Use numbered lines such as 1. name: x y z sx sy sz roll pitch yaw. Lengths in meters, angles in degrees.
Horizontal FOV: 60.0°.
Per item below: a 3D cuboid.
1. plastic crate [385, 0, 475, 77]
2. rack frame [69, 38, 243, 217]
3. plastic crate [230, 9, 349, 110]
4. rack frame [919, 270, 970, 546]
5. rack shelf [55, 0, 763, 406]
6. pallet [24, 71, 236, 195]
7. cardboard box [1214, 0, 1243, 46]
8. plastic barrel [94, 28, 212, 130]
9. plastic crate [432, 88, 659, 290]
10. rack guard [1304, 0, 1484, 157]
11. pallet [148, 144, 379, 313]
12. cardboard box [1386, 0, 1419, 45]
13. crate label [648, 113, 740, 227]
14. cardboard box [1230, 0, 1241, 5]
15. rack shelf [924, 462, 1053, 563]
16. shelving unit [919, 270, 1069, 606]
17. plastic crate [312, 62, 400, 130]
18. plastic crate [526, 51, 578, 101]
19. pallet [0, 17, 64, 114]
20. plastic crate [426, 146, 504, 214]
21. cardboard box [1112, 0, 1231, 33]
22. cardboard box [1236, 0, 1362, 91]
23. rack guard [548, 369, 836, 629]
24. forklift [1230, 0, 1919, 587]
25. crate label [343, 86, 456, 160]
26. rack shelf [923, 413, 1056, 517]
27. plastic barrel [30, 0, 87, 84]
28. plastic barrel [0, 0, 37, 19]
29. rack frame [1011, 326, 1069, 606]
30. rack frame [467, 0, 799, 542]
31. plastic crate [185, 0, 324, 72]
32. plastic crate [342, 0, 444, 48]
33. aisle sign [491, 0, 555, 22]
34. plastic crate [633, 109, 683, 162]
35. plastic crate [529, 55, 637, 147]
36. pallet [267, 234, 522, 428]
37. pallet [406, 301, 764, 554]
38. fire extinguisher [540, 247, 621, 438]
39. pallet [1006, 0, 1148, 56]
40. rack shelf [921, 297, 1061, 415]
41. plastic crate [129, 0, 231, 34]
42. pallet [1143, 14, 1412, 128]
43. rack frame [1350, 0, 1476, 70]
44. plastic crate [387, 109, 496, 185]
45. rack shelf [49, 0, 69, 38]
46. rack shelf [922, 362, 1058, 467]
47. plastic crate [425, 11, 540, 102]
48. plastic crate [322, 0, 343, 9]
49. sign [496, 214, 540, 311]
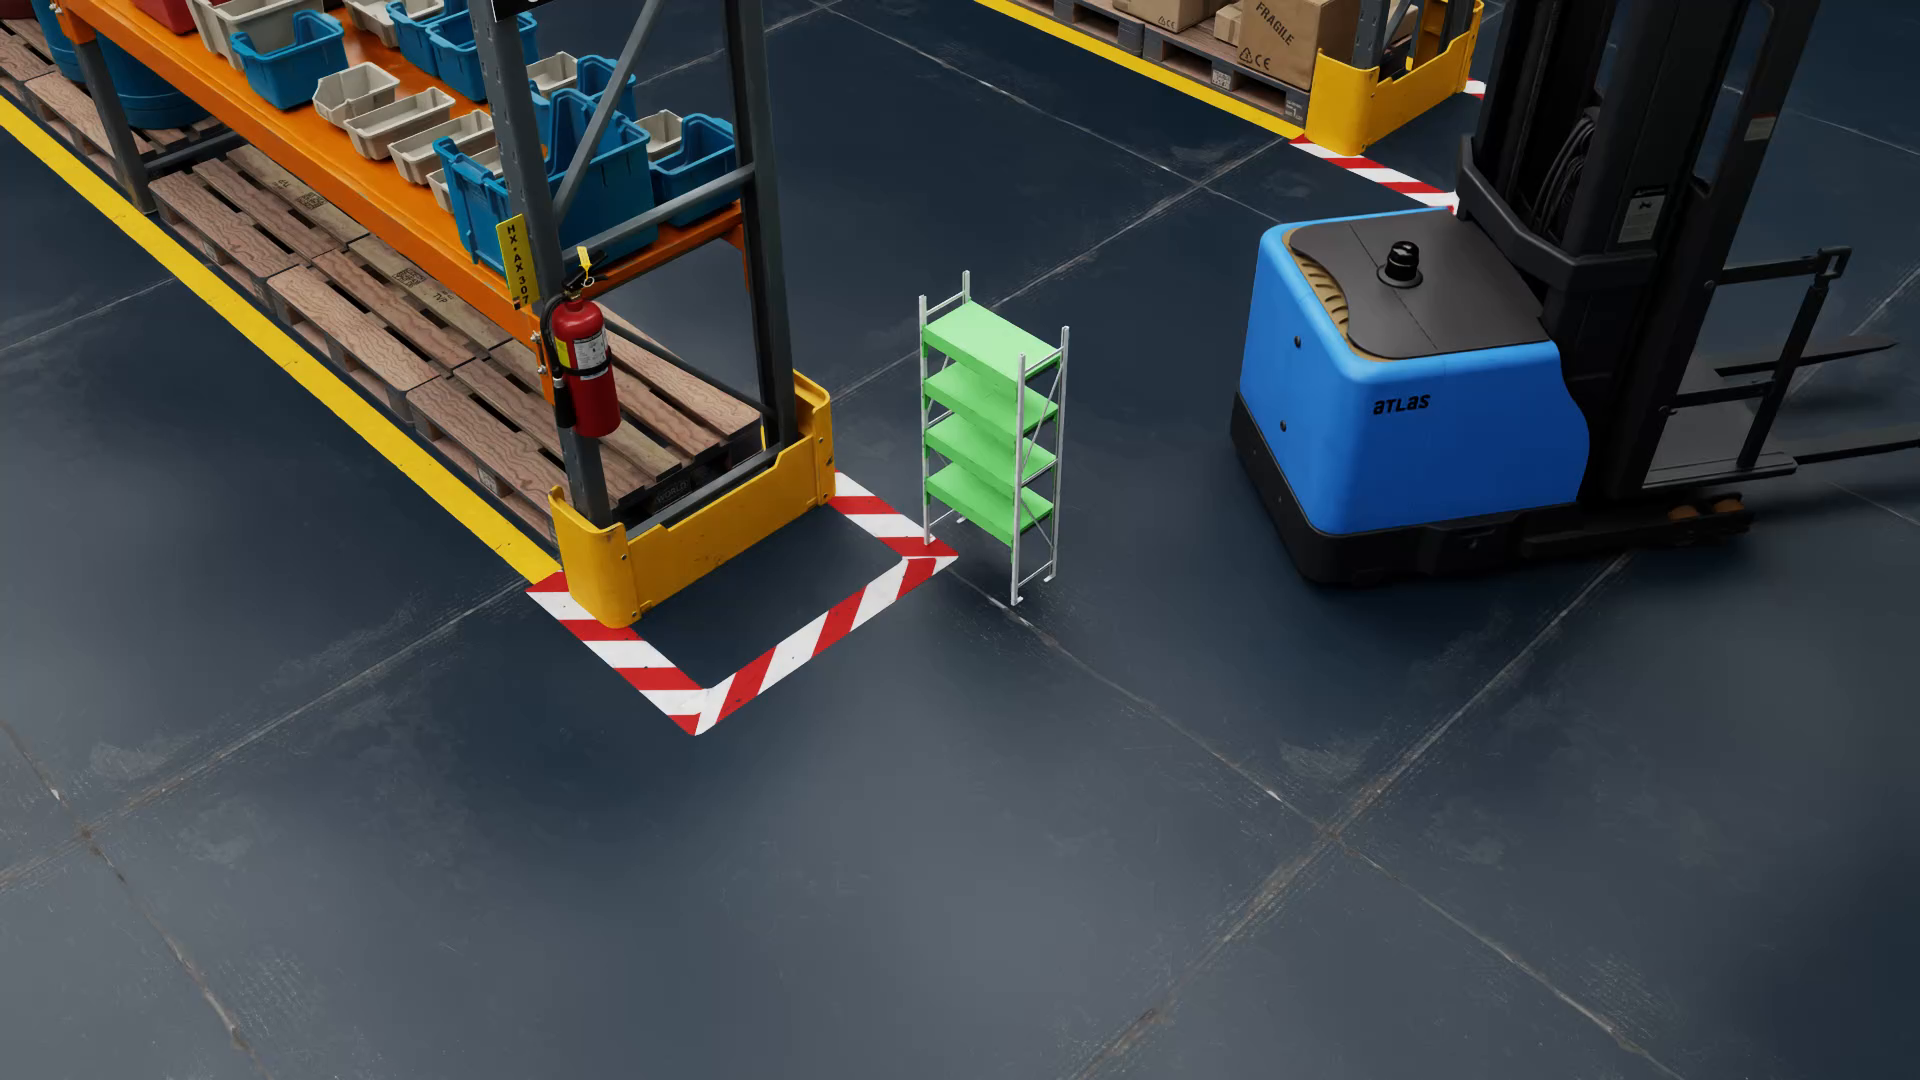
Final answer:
1. plastic crate: -2.136 -2.123 6.917 0.416 0.233 0.300 -34 53 -31
2. rack frame: -3.878 -3.032 7.820 1.000 3.000 0.127 -34 53 -31
3. plastic crate: -2.685 -1.934 6.712 0.416 0.233 0.300 -34 53 -31
4. rack frame: -0.055 -0.478 6.384 0.240 1.200 0.015 -34 53 -31
5. rack shelf: -2.465 -1.806 7.025 1.077 0.370 4.000 -34 53 -31
6. pallet: -4.393 -2.398 9.190 1.003 0.211 1.213 -34 53 -31
7. cardboard box: 1.676 -2.984 9.532 0.380 0.166 0.250 -34 53 -31
8. plastic barrel: -4.250 -2.685 8.682 0.600 0.901 0.708 -34 53 -31
9. plastic crate: -1.422 -1.216 5.785 0.616 0.435 0.499 -34 53 -31
10. rack guard: 2.403 -2.600 9.195 1.175 0.500 0.348 -34 53 -31
11. pallet: -3.331 -1.673 8.405 1.003 0.211 1.213 -34 53 -31
12. cardboard box: 2.404 -2.962 9.522 0.380 0.149 0.250 -34 53 -31
13. crate label: -0.994 -1.346 6.076 0.416 0.233 0.303 -34 53 -31
14. cardboard box: 1.920 -3.271 9.781 0.500 0.250 0.500 -34 53 -31
15. rack shelf: 0.117 -0.138 6.463 0.258 0.148 0.480 -34 53 -31
16. shelving unit: 0.117 -0.361 6.257 0.258 1.200 0.503 -34 53 -31
17. plastic crate: -2.388 -1.741 6.574 0.298 0.136 0.250 -34 53 -31
18. plastic crate: -1.641 -1.831 6.671 0.250 0.136 0.298 -34 53 -31
19. pallet: -5.259 -2.984 9.824 1.003 0.211 1.213 -34 53 -31
20. plastic crate: -1.757 -1.340 6.140 0.396 0.136 0.243 -34 53 -31
21. cardboard box: 1.249 -3.247 9.756 0.500 0.250 0.500 -34 53 -31
22. cardboard box: 1.898 -2.868 9.162 0.500 0.500 0.500 -34 53 -31
23. rack guard: -1.027 -0.186 6.583 1.175 0.500 0.348 -34 53 -31
24. forklift: 2.728 -1.398 6.103 3.031 2.935 1.130 -8 43 -8
25. crate label: -2.166 -1.608 6.430 0.396 0.136 0.243 -34 53 -31
26. rack shelf: 0.117 -0.314 6.300 0.258 0.148 0.480 -34 53 -31
27. plastic barrel: -4.750 -3.025 9.050 0.600 0.901 0.708 -34 53 -31
28. plastic barrel: -5.548 -3.453 9.744 0.600 0.588 0.708 -34 53 -31
29. rack frame: 0.289 -0.244 6.130 0.240 1.200 0.015 -34 53 -31
30. rack frame: -1.053 -1.109 5.740 1.000 3.000 0.127 -34 53 -31
31. plastic crate: -2.930 -2.188 6.951 0.437 0.282 0.530 -34 53 -31
32. plastic crate: -2.435 -2.264 7.140 0.293 0.136 0.466 -34 53 -31
33. aisle sign: -1.210 -1.889 4.669 0.394 0.787 0.004 -34 53 -31
34. plastic crate: -1.162 -1.505 6.318 0.250 0.136 0.298 -34 53 -31
35. plastic crate: -1.459 -1.663 6.418 0.416 0.233 0.300 -34 53 -31
36. pallet: -2.465 -1.086 7.770 1.003 0.211 1.213 -34 53 -31
37. pallet: -1.608 -0.500 7.136 1.003 0.211 1.213 -34 53 -31
38. fire extinguisher: -1.268 -0.654 5.579 0.296 0.674 0.183 -34 53 -31
39. pallet: 0.982 -3.463 10.342 1.003 0.211 1.213 -34 53 -31
40. rack shelf: 0.117 -0.667 5.974 0.258 0.148 0.480 -34 53 -31
41. plastic crate: -3.425 -2.528 7.184 0.402 0.464 0.583 -34 53 -31
42. pallet: 1.839 -2.877 9.708 1.003 0.211 1.213 -34 53 -31
43. rack frame: 2.457 -3.482 8.308 1.000 3.000 0.127 -34 53 -31
44. plastic crate: -1.952 -1.486 6.298 0.396 0.136 0.243 -34 53 -31
45. rack shelf: -5.290 -3.728 9.105 1.077 0.370 4.000 -34 53 -31
46. rack shelf: 0.117 -0.490 6.137 0.258 0.148 0.480 -34 53 -31
47. plastic crate: -1.924 -1.979 6.761 0.416 0.233 0.300 -34 53 -31
48. plastic crate: -2.897 -2.543 7.451 0.437 0.125 0.590 -34 53 -31
49. sign: -1.431 -0.898 5.391 0.100 0.325 0.005 -34 53 -31
